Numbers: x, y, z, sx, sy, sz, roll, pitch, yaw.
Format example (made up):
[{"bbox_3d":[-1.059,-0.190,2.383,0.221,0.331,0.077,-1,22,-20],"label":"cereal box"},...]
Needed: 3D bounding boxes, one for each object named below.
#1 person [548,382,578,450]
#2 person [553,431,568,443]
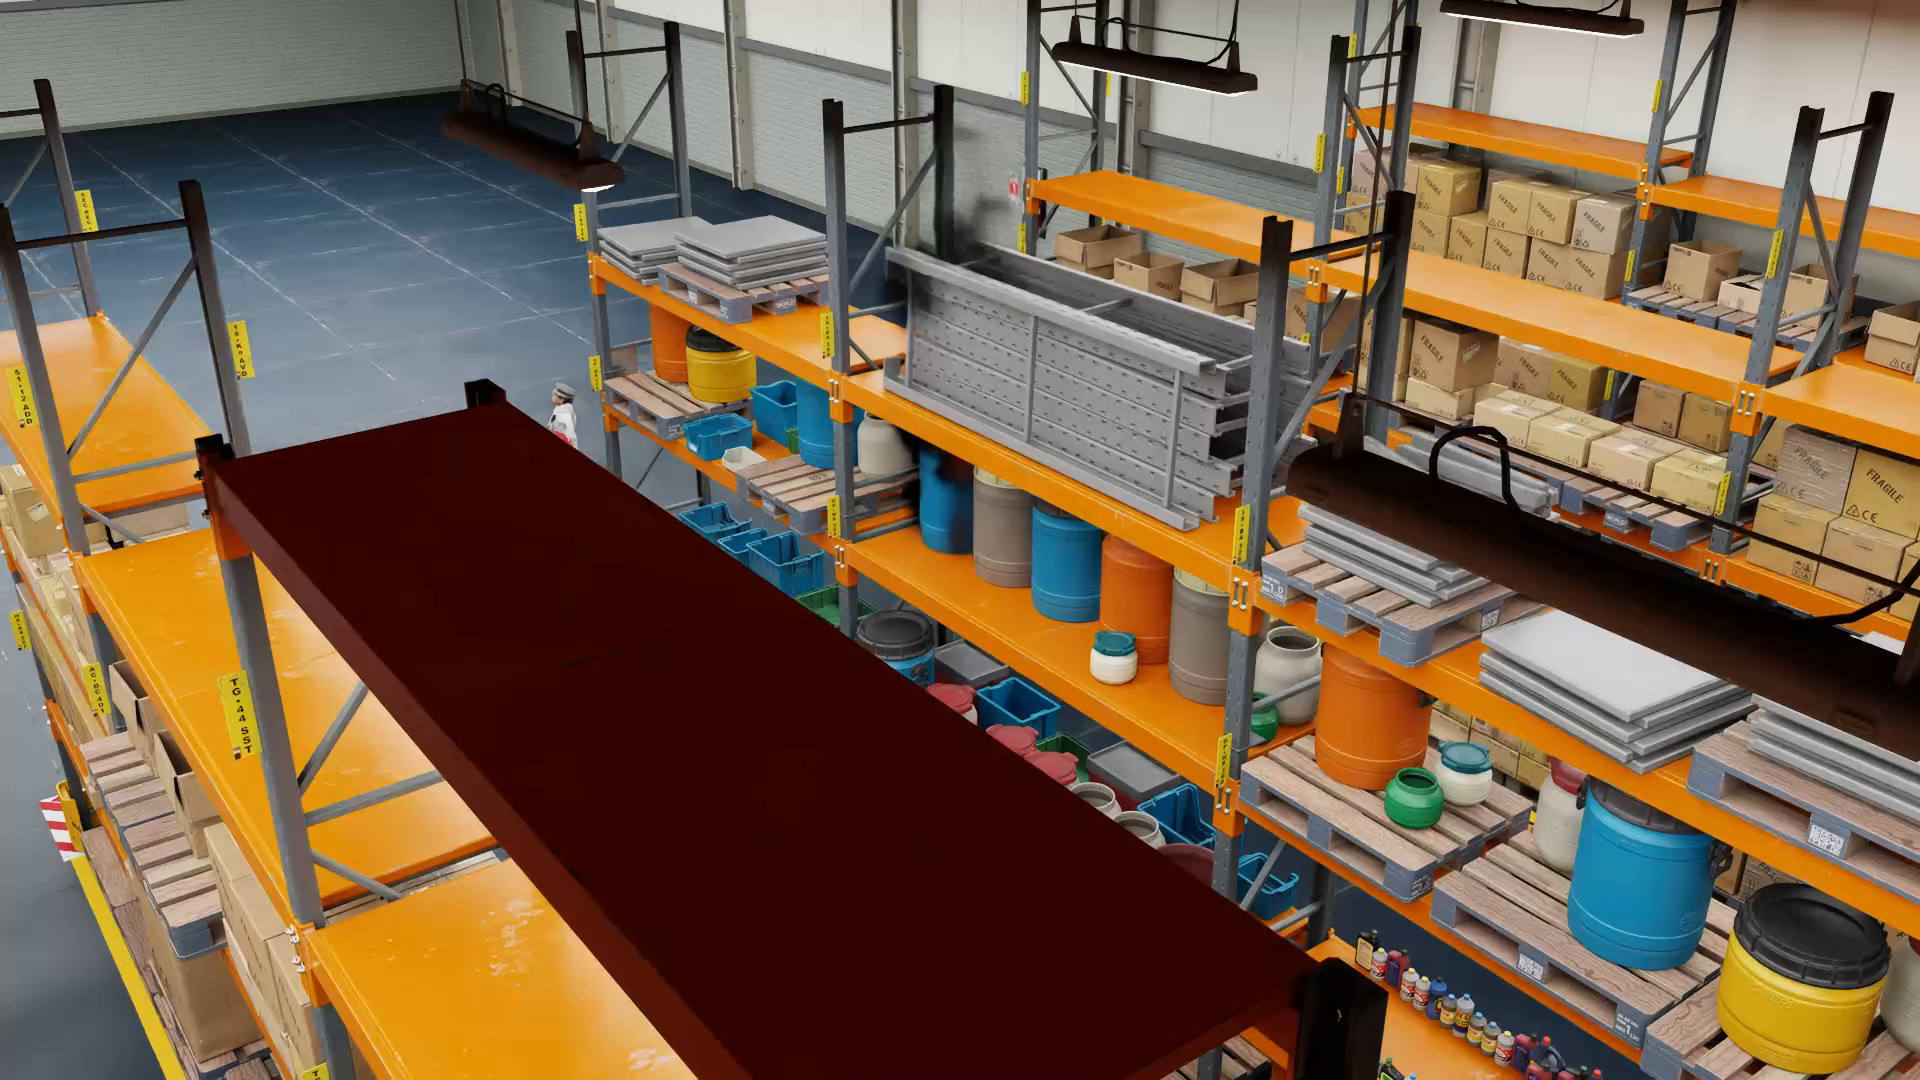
[{"bbox_3d":[-4.566,-1.047,19.283,0.559,1.646,0.613,-4,25,-8],"label":"person"},{"bbox_3d":[-4.061,-0.271,17.441,0.791,1.831,0.641,-1,25,-1],"label":"person"}]
